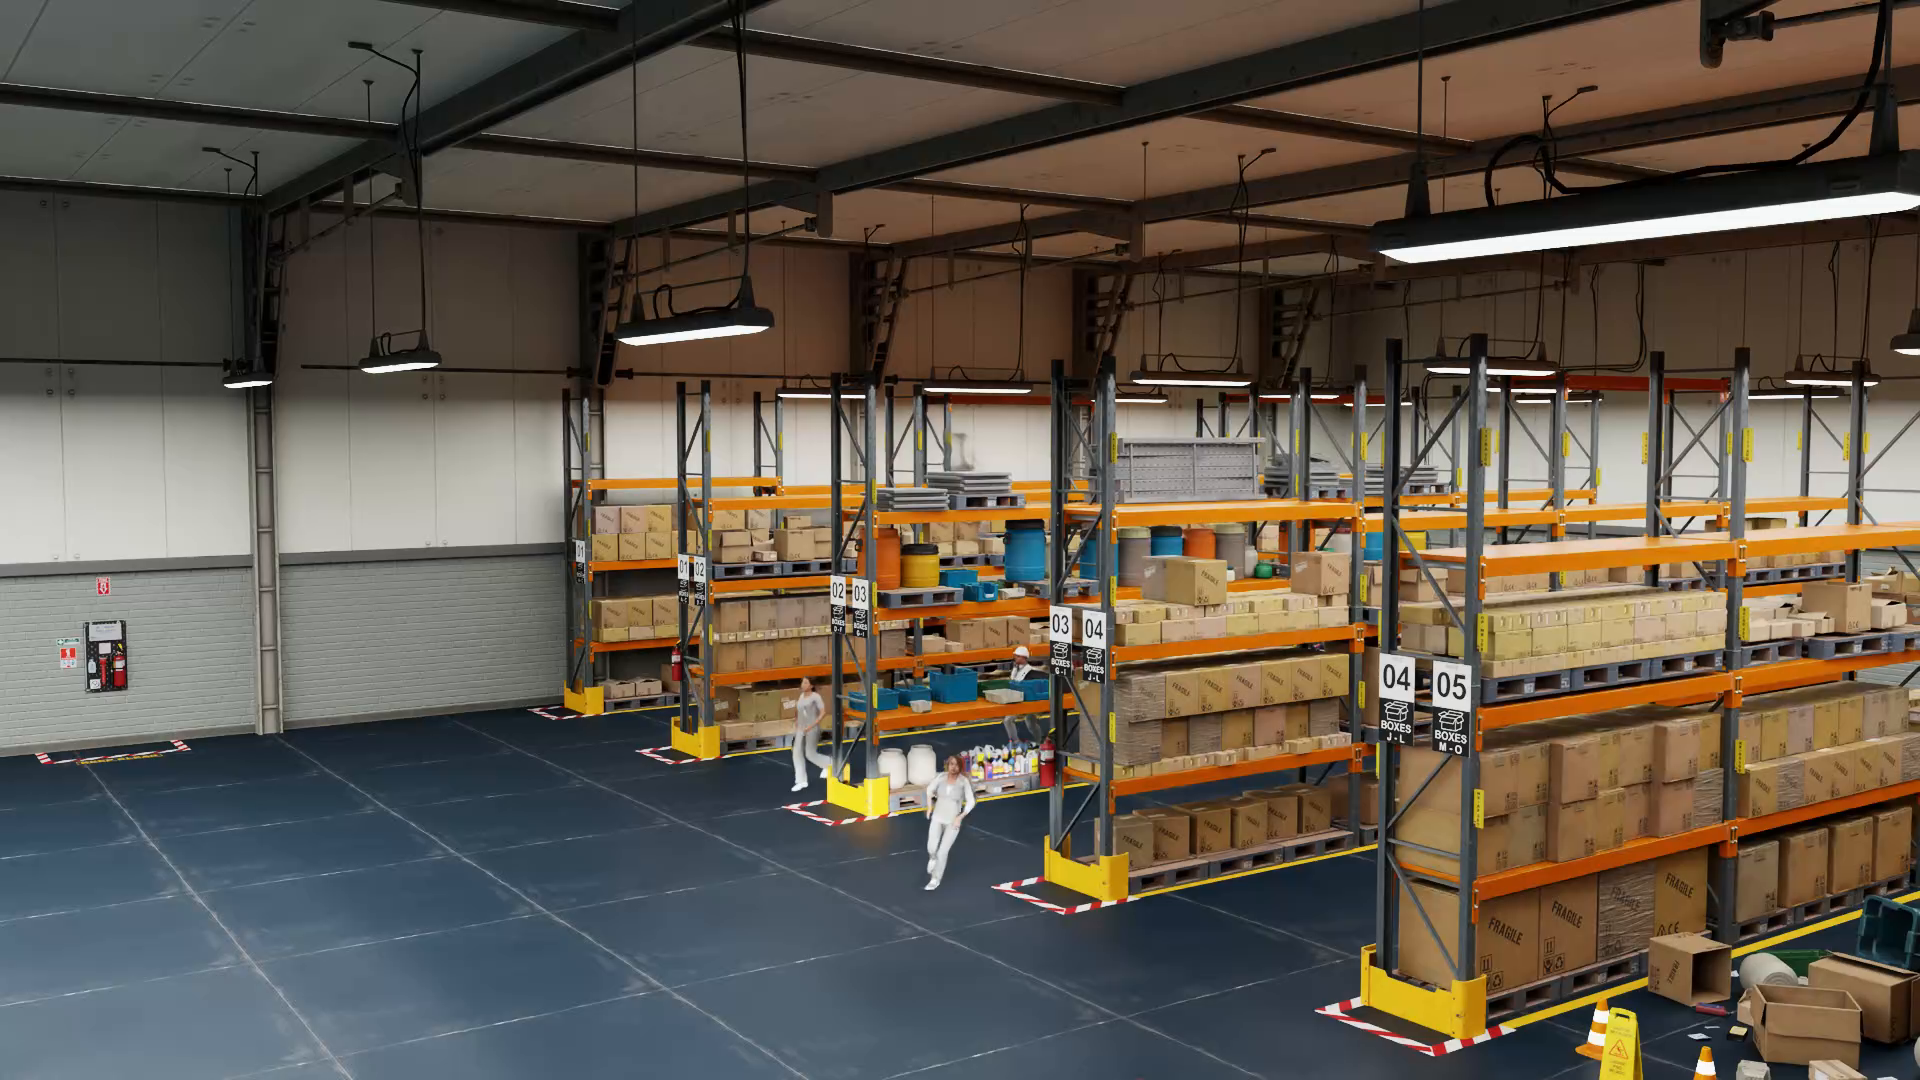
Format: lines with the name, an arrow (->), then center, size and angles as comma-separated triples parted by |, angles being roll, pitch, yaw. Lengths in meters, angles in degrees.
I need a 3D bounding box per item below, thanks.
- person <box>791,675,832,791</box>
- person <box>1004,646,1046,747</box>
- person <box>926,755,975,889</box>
person -> -2.176, 2.795, 24.317 | 0.586, 1.671, 0.822 | 3, 5, 37
person -> 1.028, 2.596, 26.553 | 0.864, 1.810, 0.579 | -3, 5, -41
person -> -0.118, 3.195, 18.898 | 0.585, 1.539, 0.499 | 1, 4, 10
